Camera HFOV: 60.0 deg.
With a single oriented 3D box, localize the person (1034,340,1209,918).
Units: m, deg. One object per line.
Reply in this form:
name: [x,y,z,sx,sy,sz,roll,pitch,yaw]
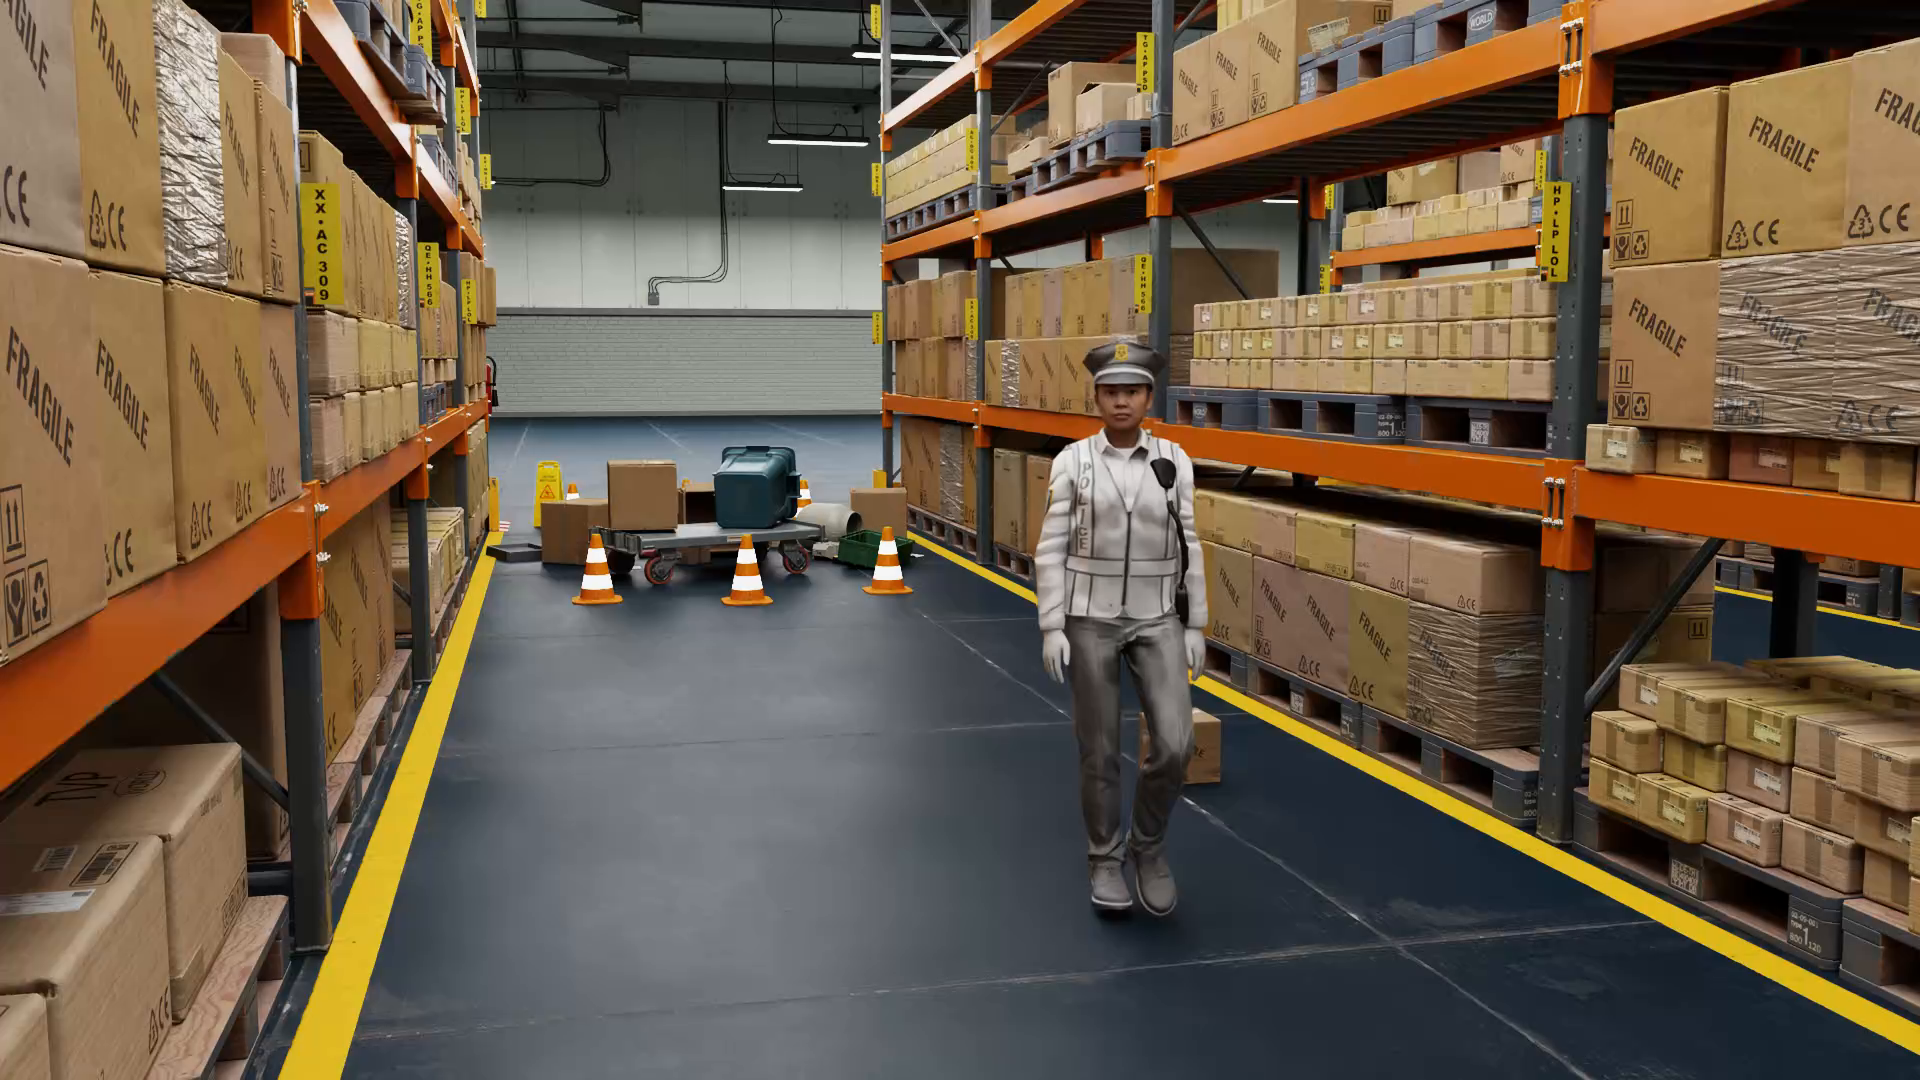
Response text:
person: [0.481,0.271,4.891,0.523,1.704,0.451,0,6,2]
